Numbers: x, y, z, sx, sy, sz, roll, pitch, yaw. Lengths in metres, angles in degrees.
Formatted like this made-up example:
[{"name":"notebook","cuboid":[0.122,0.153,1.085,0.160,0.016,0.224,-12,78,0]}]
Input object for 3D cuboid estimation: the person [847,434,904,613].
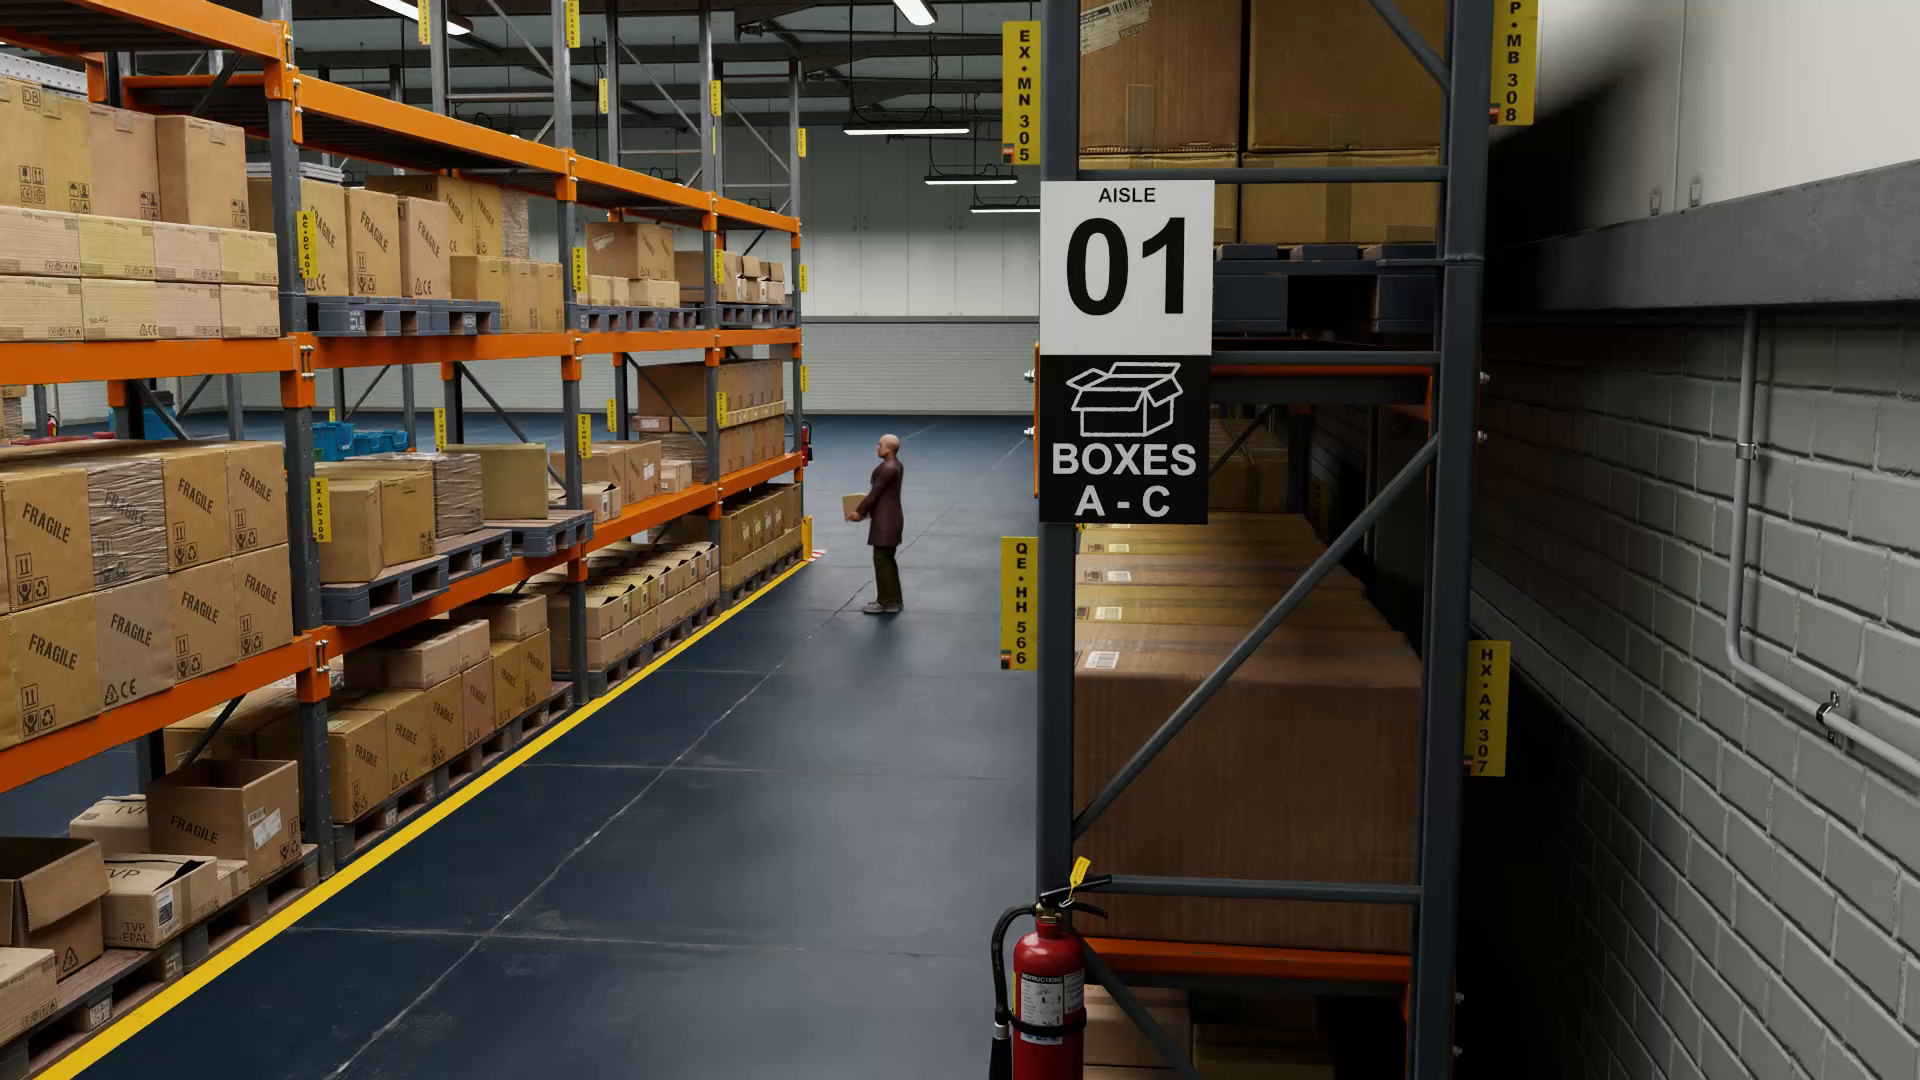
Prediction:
[{"name":"person","cuboid":[-0.842,-0.171,16.670,0.545,1.779,0.524,1,7,6]}]
